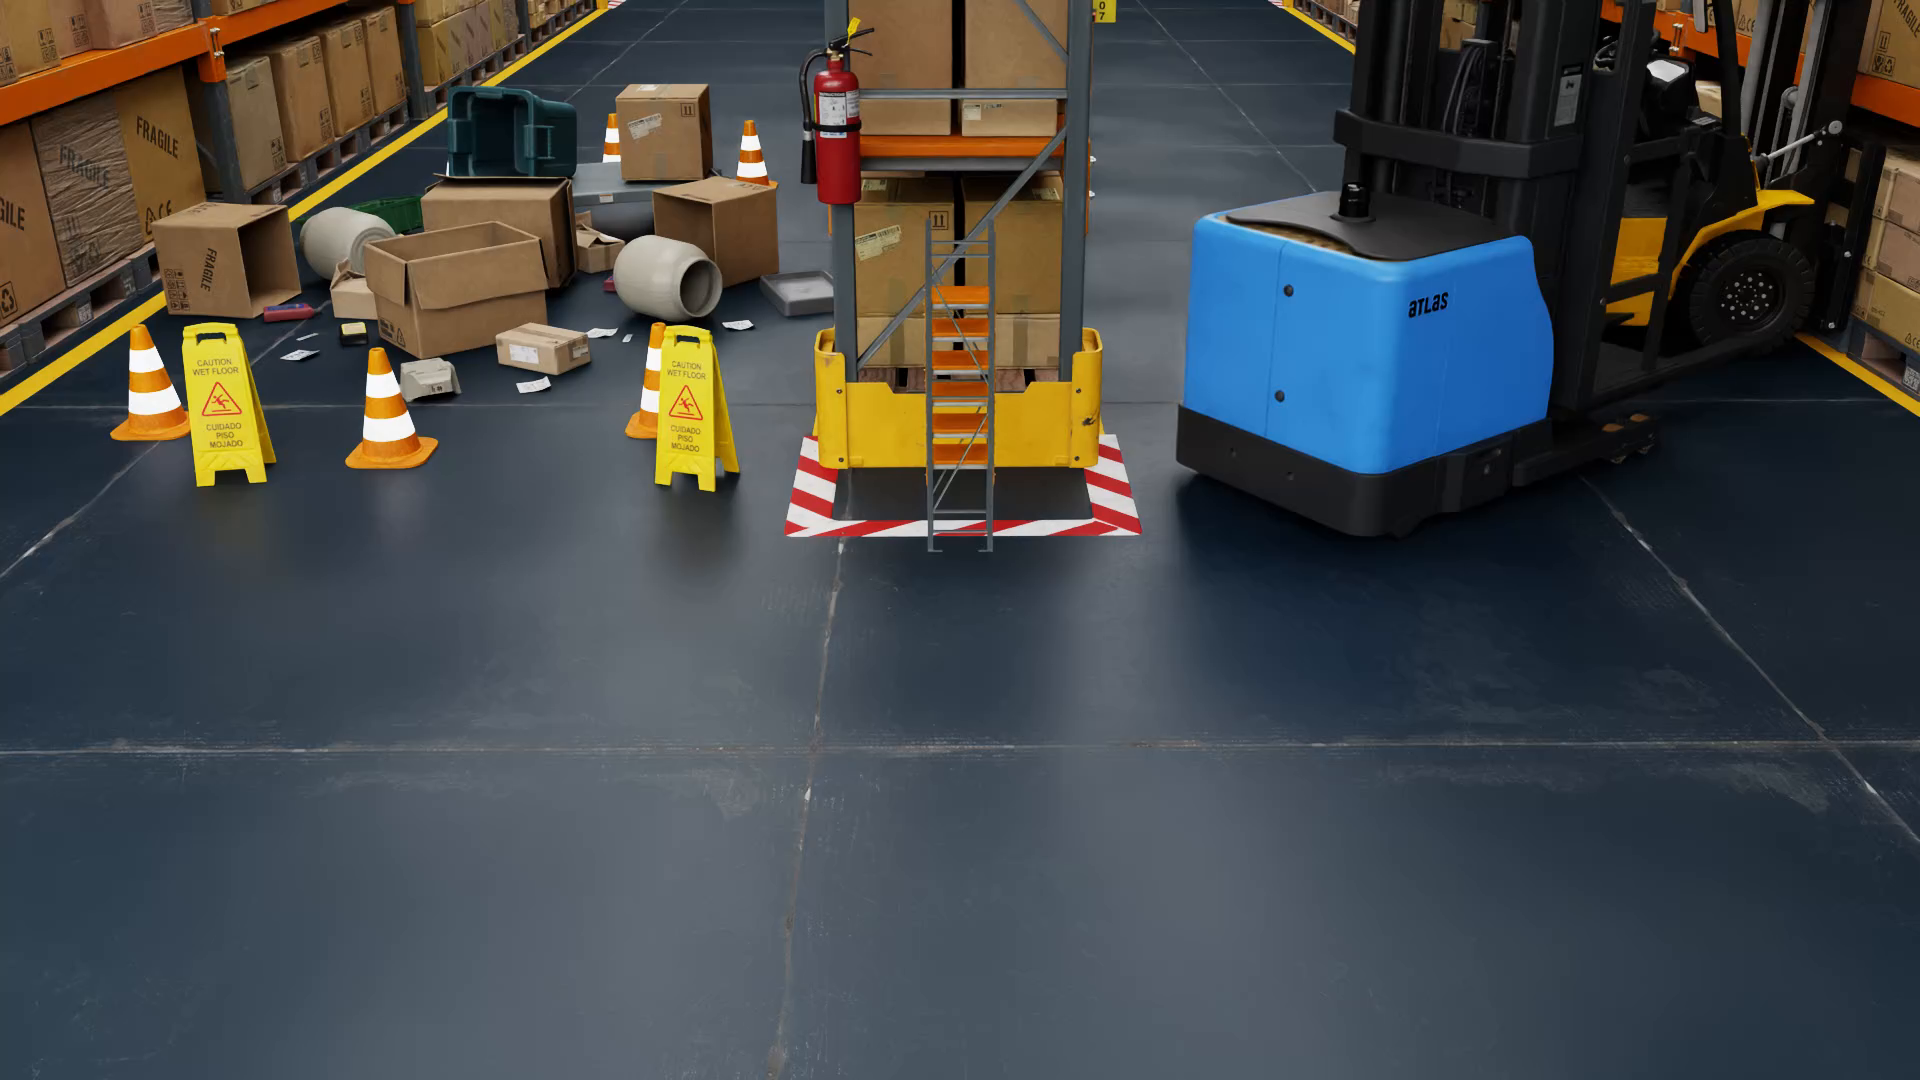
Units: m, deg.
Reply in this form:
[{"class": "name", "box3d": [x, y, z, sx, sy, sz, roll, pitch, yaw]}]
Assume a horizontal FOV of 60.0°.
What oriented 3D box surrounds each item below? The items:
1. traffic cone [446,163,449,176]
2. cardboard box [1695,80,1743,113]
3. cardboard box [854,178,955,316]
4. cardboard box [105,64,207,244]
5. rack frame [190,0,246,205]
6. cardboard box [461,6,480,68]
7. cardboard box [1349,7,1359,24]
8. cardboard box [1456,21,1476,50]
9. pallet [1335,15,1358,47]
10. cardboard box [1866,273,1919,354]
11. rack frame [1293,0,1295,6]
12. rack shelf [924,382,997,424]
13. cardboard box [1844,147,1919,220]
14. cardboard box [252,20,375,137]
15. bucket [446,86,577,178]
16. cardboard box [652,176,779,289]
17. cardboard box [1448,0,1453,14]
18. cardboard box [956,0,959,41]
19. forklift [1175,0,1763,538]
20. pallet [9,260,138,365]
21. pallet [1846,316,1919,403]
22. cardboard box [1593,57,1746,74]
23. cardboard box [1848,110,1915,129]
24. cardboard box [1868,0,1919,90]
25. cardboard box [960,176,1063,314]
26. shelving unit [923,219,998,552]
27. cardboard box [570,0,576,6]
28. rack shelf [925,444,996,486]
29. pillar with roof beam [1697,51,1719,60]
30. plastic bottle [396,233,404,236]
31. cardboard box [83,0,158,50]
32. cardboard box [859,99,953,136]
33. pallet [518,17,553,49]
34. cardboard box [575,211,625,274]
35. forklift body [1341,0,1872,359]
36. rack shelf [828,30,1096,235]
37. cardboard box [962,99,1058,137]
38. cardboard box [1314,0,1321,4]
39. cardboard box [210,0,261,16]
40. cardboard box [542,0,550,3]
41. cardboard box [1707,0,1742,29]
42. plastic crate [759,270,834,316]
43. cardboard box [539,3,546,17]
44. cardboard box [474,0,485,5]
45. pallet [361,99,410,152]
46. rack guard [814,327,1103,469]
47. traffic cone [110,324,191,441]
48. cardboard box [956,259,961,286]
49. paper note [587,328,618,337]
[{"class": "traffic cone", "box3d": [-3.503, -2.692, 11.642, 0.336, 0.463, 0.334, 0, 24, -1]}, {"class": "cardboard box", "box3d": [4.605, -2.570, 9.906, 0.500, 0.250, 0.500, -1, 24, -1]}, {"class": "cardboard box", "box3d": [-0.275, -1.314, 7.432, 0.500, 0.500, 0.500, 0, 24, 0]}, {"class": "cardboard box", "box3d": [-5.061, -2.253, 9.660, 0.875, 0.875, 0.875, 0, 24, 0]}, {"class": "rack frame", "box3d": [-4.998, -3.289, 9.882, 1.000, 3.000, 0.127, 0, 24, -1]}, {"class": "cardboard box", "box3d": [-4.814, -4.701, 15.528, 0.500, 0.500, 0.500, -1, 24, -2]}, {"class": "cardboard box", "box3d": [4.527, -5.794, 18.370, 0.380, 0.149, 0.250, -1, 24, -2]}, {"class": "cardboard box", "box3d": [4.651, -4.251, 14.532, 0.500, 0.500, 0.500, 0, 24, 1]}, {"class": "pallet", "box3d": [4.820, -5.686, 18.565, 1.003, 0.211, 1.213, 0, 24, -1]}, {"class": "cardboard box", "box3d": [4.641, -1.064, 7.790, 0.500, 0.250, 0.500, 0, 24, -1]}, {"class": "rack frame", "box3d": [4.783, -8.321, 21.009, 1.000, 3.000, 0.127, 0, 24, -1]}, {"class": "rack shelf", "box3d": [0.000, -0.500, 6.008, 0.258, 0.103, 0.180, 0, 24, -1]}, {"class": "cardboard box", "box3d": [4.614, -1.729, 8.047, 0.500, 0.250, 0.500, 0, 24, 0]}, {"class": "cardboard box", "box3d": [-5.112, -3.492, 12.551, 1.050, 0.750, 0.750, 0, 24, 0]}, {"class": "bucket", "box3d": [-2.691, -2.444, 10.142, 0.726, 0.611, 0.620, 8, 16, 18]}, {"class": "cardboard box", "box3d": [-1.398, -1.767, 9.548, 0.500, 0.500, 0.500, 19, 30, 35]}, {"class": "cardboard box", "box3d": [4.619, -4.796, 14.952, 0.380, 0.149, 0.250, -1, 24, -2]}, {"class": "cardboard box", "box3d": [0.237, -2.715, 8.131, 0.500, 0.500, 0.500, -1, 24, -2]}, {"class": "forklift", "box3d": [2.363, -1.812, 6.701, 3.031, 2.935, 1.130, -17, 30, -33]}, {"class": "pallet", "box3d": [-5.052, -1.201, 8.649, 1.003, 0.211, 1.213, 0, 24, -1]}, {"class": "pallet", "box3d": [4.907, -0.773, 7.703, 1.003, 0.211, 1.213, 0, 24, -1]}, {"class": "cardboard box", "box3d": [4.896, -3.021, 11.661, 0.875, 0.625, 0.625, 0, 24, -1]}, {"class": "cardboard box", "box3d": [5.125, -2.152, 8.981, 0.500, 0.250, 0.500, 0, 24, 0]}, {"class": "cardboard box", "box3d": [4.687, -2.401, 7.797, 0.500, 0.500, 0.500, -1, 24, -2]}, {"class": "cardboard box", "box3d": [0.261, -1.328, 7.464, 0.500, 0.500, 0.500, -1, 24, -2]}, {"class": "shelving unit", "box3d": [0.000, -0.541, 5.989, 0.258, 1.200, 0.189, 0, 24, -1]}, {"class": "cardboard box", "box3d": [-4.813, -6.489, 19.907, 0.380, 0.149, 0.250, -1, 24, -3]}, {"class": "rack shelf", "box3d": [0.000, -0.282, 6.107, 0.258, 0.103, 0.180, 0, 24, -1]}, {"class": "pillar with roof beam", "box3d": [1.481, -7.206, 11.263, 9.100, 9.000, 0.400, 0, 24, -1]}, {"class": "plastic bottle", "box3d": [-3.486, -1.843, 10.251, 0.133, 0.061, 0.283, -14, 28, -28]}, {"class": "cardboard box", "box3d": [-4.953, -2.979, 9.014, 0.875, 0.550, 0.550, 0, 24, -1]}, {"class": "cardboard box", "box3d": [-0.224, -1.743, 6.769, 0.380, 0.149, 0.250, 1, 24, 1]}, {"class": "pallet", "box3d": [-5.128, -5.592, 18.357, 1.003, 0.211, 1.213, 0, 24, -1]}, {"class": "cardboard box", "box3d": [-2.187, -1.762, 9.823, 0.258, 0.266, 0.396, -19, 31, -36]}, {"class": "forklift body", "box3d": [3.113, -2.115, 8.316, 2.313, 2.155, 1.214, 0, 24, -1]}, {"class": "rack shelf", "box3d": [-0.028, -2.201, 8.349, 1.077, 0.370, 4.000, 0, 24, -1]}, {"class": "cardboard box", "box3d": [0.198, -1.731, 6.742, 0.380, 0.149, 0.250, 0, 24, 0]}, {"class": "cardboard box", "box3d": [4.665, -6.769, 20.100, 0.700, 0.500, 0.500, 1, 24, 2]}, {"class": "cardboard box", "box3d": [-4.735, -3.552, 10.343, 0.500, 0.500, 0.500, 0, 24, 0]}, {"class": "cardboard box", "box3d": [-4.880, -6.193, 18.892, 0.380, 0.149, 0.250, 1, 24, 2]}, {"class": "cardboard box", "box3d": [4.658, -3.238, 9.649, 0.500, 0.500, 0.500, -1, 24, -2]}, {"class": "plastic crate", "box3d": [-0.852, -1.372, 9.186, 0.402, 0.080, 0.583, -9, 26, -19]}, {"class": "cardboard box", "box3d": [-4.878, -5.946, 18.706, 0.380, 0.149, 0.250, -1, 24, -2]}, {"class": "cardboard box", "box3d": [-4.812, -5.244, 15.819, 0.500, 0.250, 0.500, -1, 24, -3]}, {"class": "pallet", "box3d": [-5.108, -3.341, 13.382, 1.003, 0.211, 1.213, 0, 24, -1]}, {"class": "rack guard", "box3d": [-0.007, -0.597, 6.963, 1.175, 0.500, 0.348, 0, 24, -1]}, {"class": "traffic cone", "box3d": [-3.540, -0.710, 7.258, 0.336, 0.463, 0.334, 0, 24, -1]}, {"class": "cardboard box", "box3d": [0.245, -1.412, 8.559, 0.500, 0.250, 0.500, 1, 24, 3]}, {"class": "paper note", "box3d": [-1.866, -1.078, 8.610, 0.148, 0.019, 0.142, 8, 26, 18]}]
